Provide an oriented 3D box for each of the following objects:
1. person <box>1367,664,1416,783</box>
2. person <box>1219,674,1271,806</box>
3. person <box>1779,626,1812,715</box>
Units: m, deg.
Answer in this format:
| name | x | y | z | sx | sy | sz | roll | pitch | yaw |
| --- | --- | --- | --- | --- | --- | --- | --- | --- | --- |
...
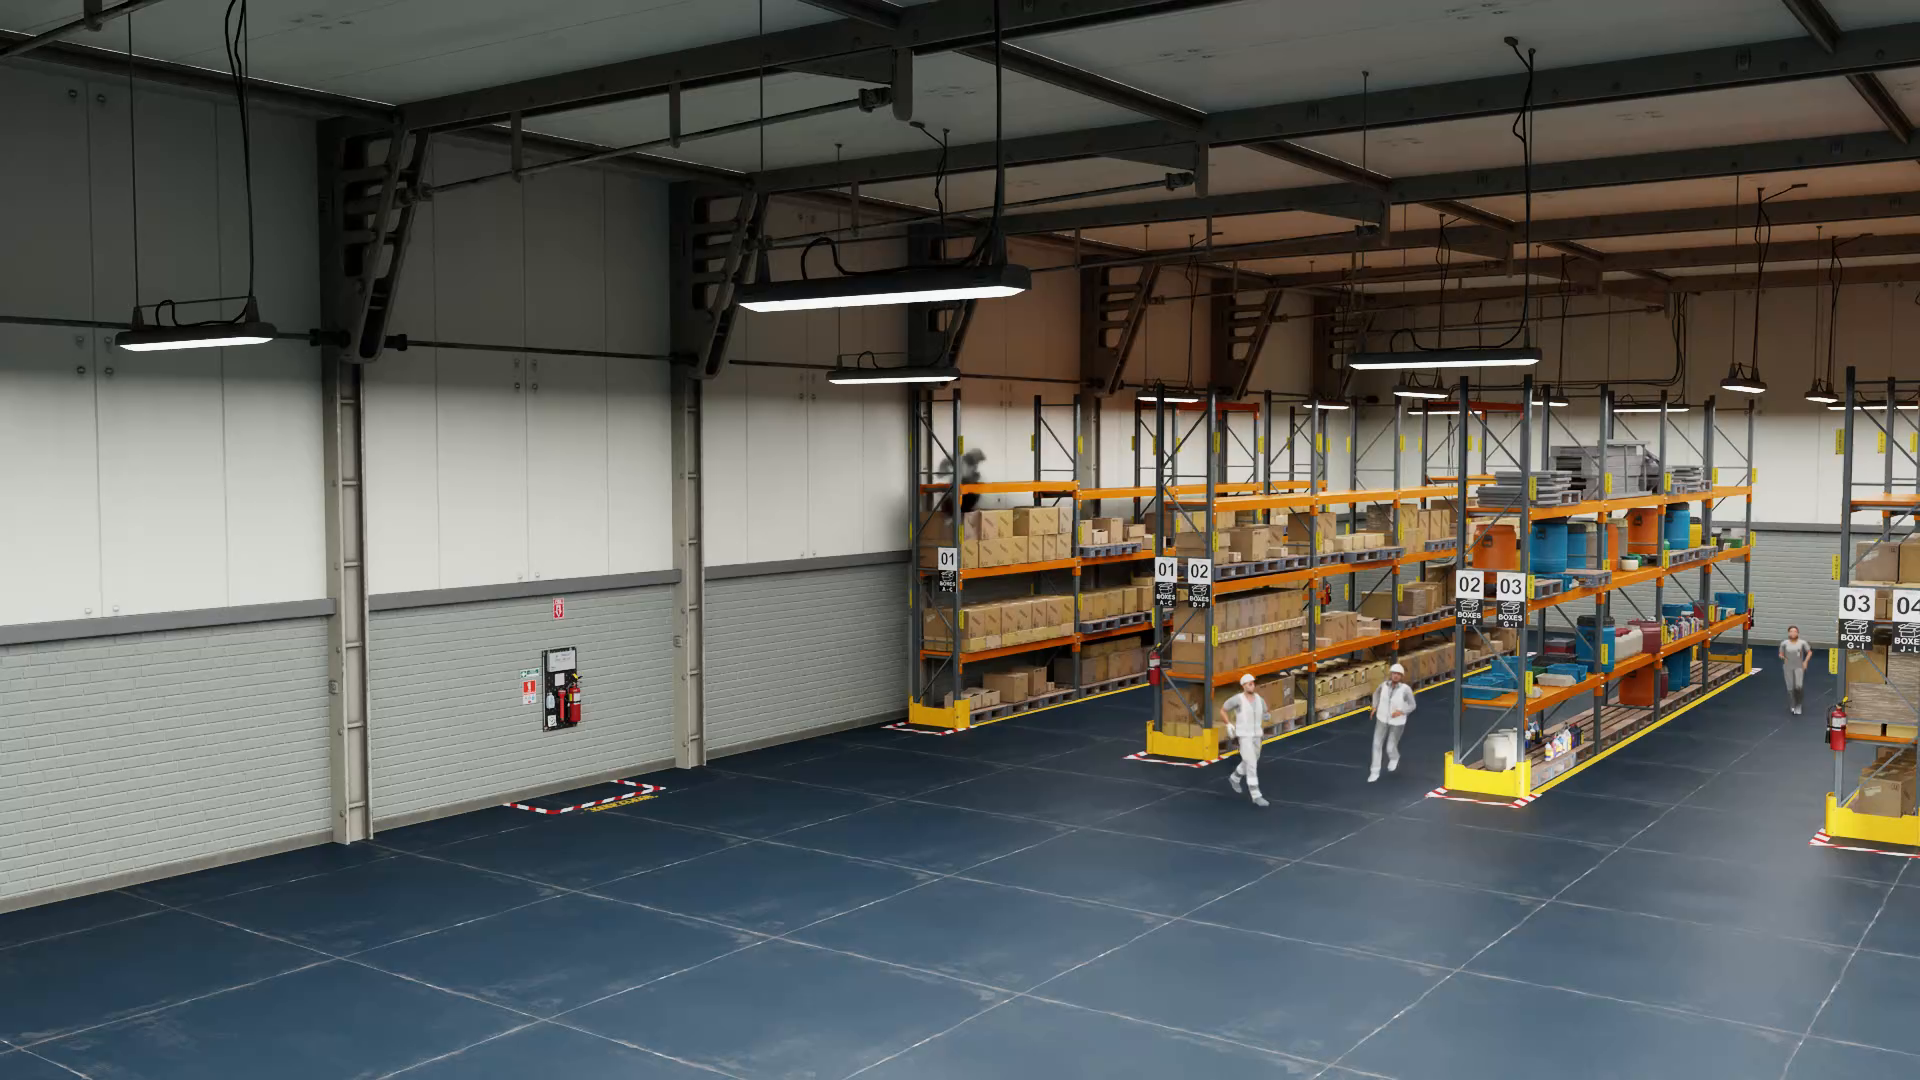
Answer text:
| name | x | y | z | sx | sy | sz | roll | pitch | yaw |
| --- | --- | --- | --- | --- | --- | --- | --- | --- | --- |
| person | 6.485 | 2.724 | 24.909 | 0.697 | 1.757 | 0.862 | 2 | 4 | 31 |
| person | 4.031 | 2.753 | 23.220 | 0.660 | 1.770 | 1.005 | -2 | 4 | -29 |
| person | 15.464 | 2.419 | 30.829 | 0.540 | 1.648 | 0.655 | 2 | 4 | 32 |
